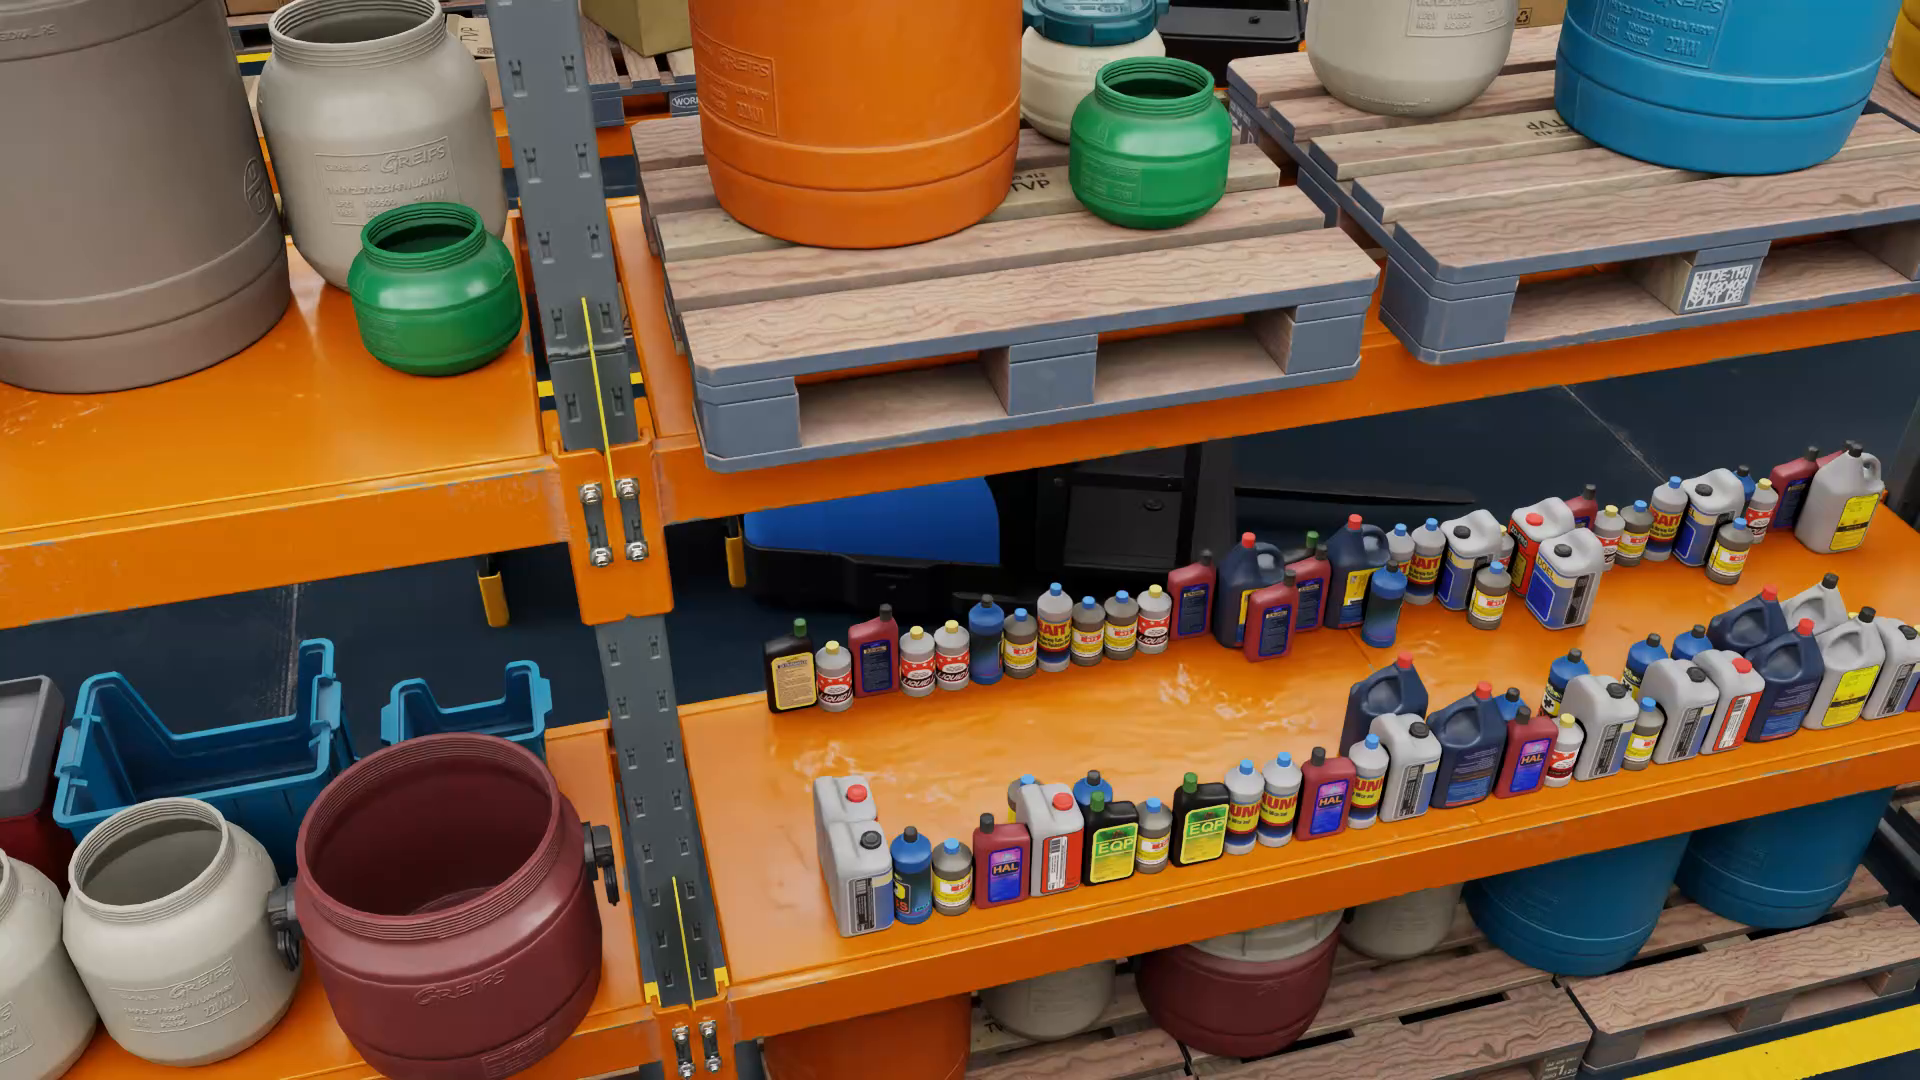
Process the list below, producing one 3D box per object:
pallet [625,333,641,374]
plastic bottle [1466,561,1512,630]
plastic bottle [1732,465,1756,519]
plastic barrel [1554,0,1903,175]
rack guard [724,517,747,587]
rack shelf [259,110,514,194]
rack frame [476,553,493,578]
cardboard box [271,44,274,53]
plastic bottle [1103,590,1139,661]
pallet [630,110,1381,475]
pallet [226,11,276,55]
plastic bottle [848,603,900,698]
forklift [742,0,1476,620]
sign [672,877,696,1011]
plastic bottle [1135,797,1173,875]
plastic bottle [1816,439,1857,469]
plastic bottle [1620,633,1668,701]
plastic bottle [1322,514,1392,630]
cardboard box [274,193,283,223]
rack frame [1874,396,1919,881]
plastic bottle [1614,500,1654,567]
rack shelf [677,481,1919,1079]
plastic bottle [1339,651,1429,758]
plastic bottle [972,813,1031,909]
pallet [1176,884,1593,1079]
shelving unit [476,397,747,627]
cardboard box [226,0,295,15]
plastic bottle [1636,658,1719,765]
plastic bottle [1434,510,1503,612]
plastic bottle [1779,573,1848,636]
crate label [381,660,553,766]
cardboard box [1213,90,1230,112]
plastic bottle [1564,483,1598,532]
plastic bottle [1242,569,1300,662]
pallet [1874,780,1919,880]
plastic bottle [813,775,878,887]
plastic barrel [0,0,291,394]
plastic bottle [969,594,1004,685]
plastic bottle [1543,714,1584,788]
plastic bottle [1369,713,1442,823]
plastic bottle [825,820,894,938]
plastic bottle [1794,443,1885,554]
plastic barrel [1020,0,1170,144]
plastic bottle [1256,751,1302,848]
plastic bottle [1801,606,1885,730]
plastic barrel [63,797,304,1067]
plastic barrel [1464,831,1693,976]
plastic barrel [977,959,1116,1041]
[{"bbox_3d":[-1.292,-1.293,8.767,1.213,0.211,1.003,-9,38,-12],"label":"pallet"},{"bbox_3d":[1.514,0.150,4.748,0.097,0.201,0.097,0,37,0],"label":"plastic bottle"},{"bbox_3d":[2.333,-0.108,5.028,0.097,0.271,0.097,0,37,0],"label":"plastic bottle"},{"bbox_3d":[1.519,-1.229,3.161,0.708,0.901,0.600,-9,38,-12],"label":"plastic barrel"},{"bbox_3d":[-0.997,-0.079,7.147,0.087,0.250,0.587,-9,38,-12],"label":"rack guard"},{"bbox_3d":[-3.953,-1.702,7.598,4.000,0.370,1.077,-9,38,-12],"label":"rack shelf"},{"bbox_3d":[-1.978,-0.415,6.558,0.032,1.500,0.500,-9,38,-12],"label":"rack frame"},{"bbox_3d":[-2.936,-2.241,7.784,0.500,0.311,0.500,-10,38,-12],"label":"cardboard box"},{"bbox_3d":[0.448,0.230,4.645,0.097,0.201,0.097,0,37,0],"label":"plastic bottle"},{"bbox_3d":[0.030,-0.579,3.224,1.213,0.211,1.003,-9,38,-12],"label":"pallet"},{"bbox_3d":[-5.248,-3.788,12.028,1.213,0.211,1.003,-9,38,-12],"label":"pallet"},{"bbox_3d":[-0.232,0.297,4.489,0.133,0.283,0.061,-9,38,-12],"label":"plastic bottle"},{"bbox_3d":[0.667,-1.094,6.267,3.031,2.935,1.130,4,38,5],"label":"forklift"},{"bbox_3d":[-0.584,0.858,3.525,0.005,0.325,0.100,-9,38,-12],"label":"sign"},{"bbox_3d":[0.462,0.705,4.023,0.097,0.201,0.097,0,37,0],"label":"plastic bottle"},{"bbox_3d":[2.662,-0.178,5.110,0.133,0.283,0.061,-9,38,-12],"label":"plastic bottle"},{"bbox_3d":[1.811,0.360,4.417,0.097,0.271,0.097,0,37,0],"label":"plastic bottle"},{"bbox_3d":[1.120,0.075,4.724,0.185,0.351,0.144,-9,38,-12],"label":"plastic bottle"},{"bbox_3d":[-3.602,-1.524,8.229,0.500,0.311,0.500,-10,39,-13],"label":"cardboard box"},{"bbox_3d":[3.127,-0.032,4.823,0.127,3.000,1.000,-9,38,-12],"label":"rack frame"},{"bbox_3d":[2.015,-0.028,4.981,0.097,0.201,0.097,0,37,0],"label":"plastic bottle"},{"bbox_3d":[1.196,0.570,4.628,4.000,0.370,1.077,-9,38,-12],"label":"rack shelf"},{"bbox_3d":[1.092,0.432,4.257,0.185,0.351,0.144,-9,38,-12],"label":"plastic bottle"},{"bbox_3d":[0.097,0.744,3.905,0.133,0.283,0.061,-9,38,-12],"label":"plastic bottle"},{"bbox_3d":[1.191,1.369,5.287,1.213,0.211,1.003,-9,38,-12],"label":"pallet"},{"bbox_3d":[-1.478,-0.497,6.665,1.083,1.500,0.587,-9,38,-12],"label":"shelving unit"},{"bbox_3d":[-4.999,-4.138,11.886,0.500,0.500,0.700,-10,38,-12],"label":"cardboard box"},{"bbox_3d":[1.862,0.428,4.323,0.135,0.276,0.152,-9,38,-12],"label":"plastic bottle"},{"bbox_3d":[1.463,0.050,4.817,0.135,0.276,0.152,-9,38,-12],"label":"plastic bottle"},{"bbox_3d":[2.288,0.241,4.507,0.185,0.351,0.144,-9,38,-12],"label":"plastic bottle"},{"bbox_3d":[-1.239,0.515,4.246,0.416,0.233,0.303,-9,38,-12],"label":"crate label"},{"bbox_3d":[1.309,-2.186,9.335,0.500,0.500,0.500,-11,39,-14],"label":"cardboard box"},{"bbox_3d":[1.805,-0.037,4.926,0.133,0.283,0.061,-9,38,-12],"label":"plastic bottle"},{"bbox_3d":[0.864,0.208,4.606,0.133,0.283,0.061,-9,38,-12],"label":"plastic bottle"},{"bbox_3d":[3.827,0.936,5.852,1.213,0.211,1.003,-9,38,-12],"label":"pallet"},{"bbox_3d":[-0.272,0.683,3.991,0.135,0.276,0.152,-9,38,-12],"label":"plastic bottle"},{"bbox_3d":[-1.584,-0.786,2.927,0.600,0.901,0.600,0,37,0],"label":"plastic barrel"},{"bbox_3d":[0.072,0.263,4.543,0.097,0.271,0.097,0,37,0],"label":"plastic bottle"},{"bbox_3d":[1.533,0.529,4.253,0.097,0.201,0.097,0,37,0],"label":"plastic bottle"},{"bbox_3d":[1.106,0.552,4.161,0.135,0.276,0.152,-9,38,-12],"label":"plastic bottle"},{"bbox_3d":[-0.232,0.772,3.874,0.135,0.276,0.152,-9,38,-12],"label":"plastic bottle"},{"bbox_3d":[2.664,-0.140,5.005,0.185,0.351,0.144,-9,38,-12],"label":"plastic bottle"},{"bbox_3d":[0.262,-0.957,3.332,0.301,0.262,0.301,0,37,0],"label":"plastic barrel"},{"bbox_3d":[0.779,0.625,4.070,0.097,0.271,0.097,0,37,0],"label":"plastic bottle"},{"bbox_3d":[2.325,0.325,4.397,0.185,0.351,0.144,-9,38,-12],"label":"plastic bottle"},{"bbox_3d":[-1.672,0.845,3.584,0.421,0.512,0.421,0,37,0],"label":"plastic barrel"},{"bbox_3d":[1.914,0.823,5.087,0.708,0.901,0.600,-9,38,-12],"label":"plastic barrel"},{"bbox_3d":[0.255,1.194,4.923,0.421,0.512,0.421,0,37,0],"label":"plastic barrel"}]
